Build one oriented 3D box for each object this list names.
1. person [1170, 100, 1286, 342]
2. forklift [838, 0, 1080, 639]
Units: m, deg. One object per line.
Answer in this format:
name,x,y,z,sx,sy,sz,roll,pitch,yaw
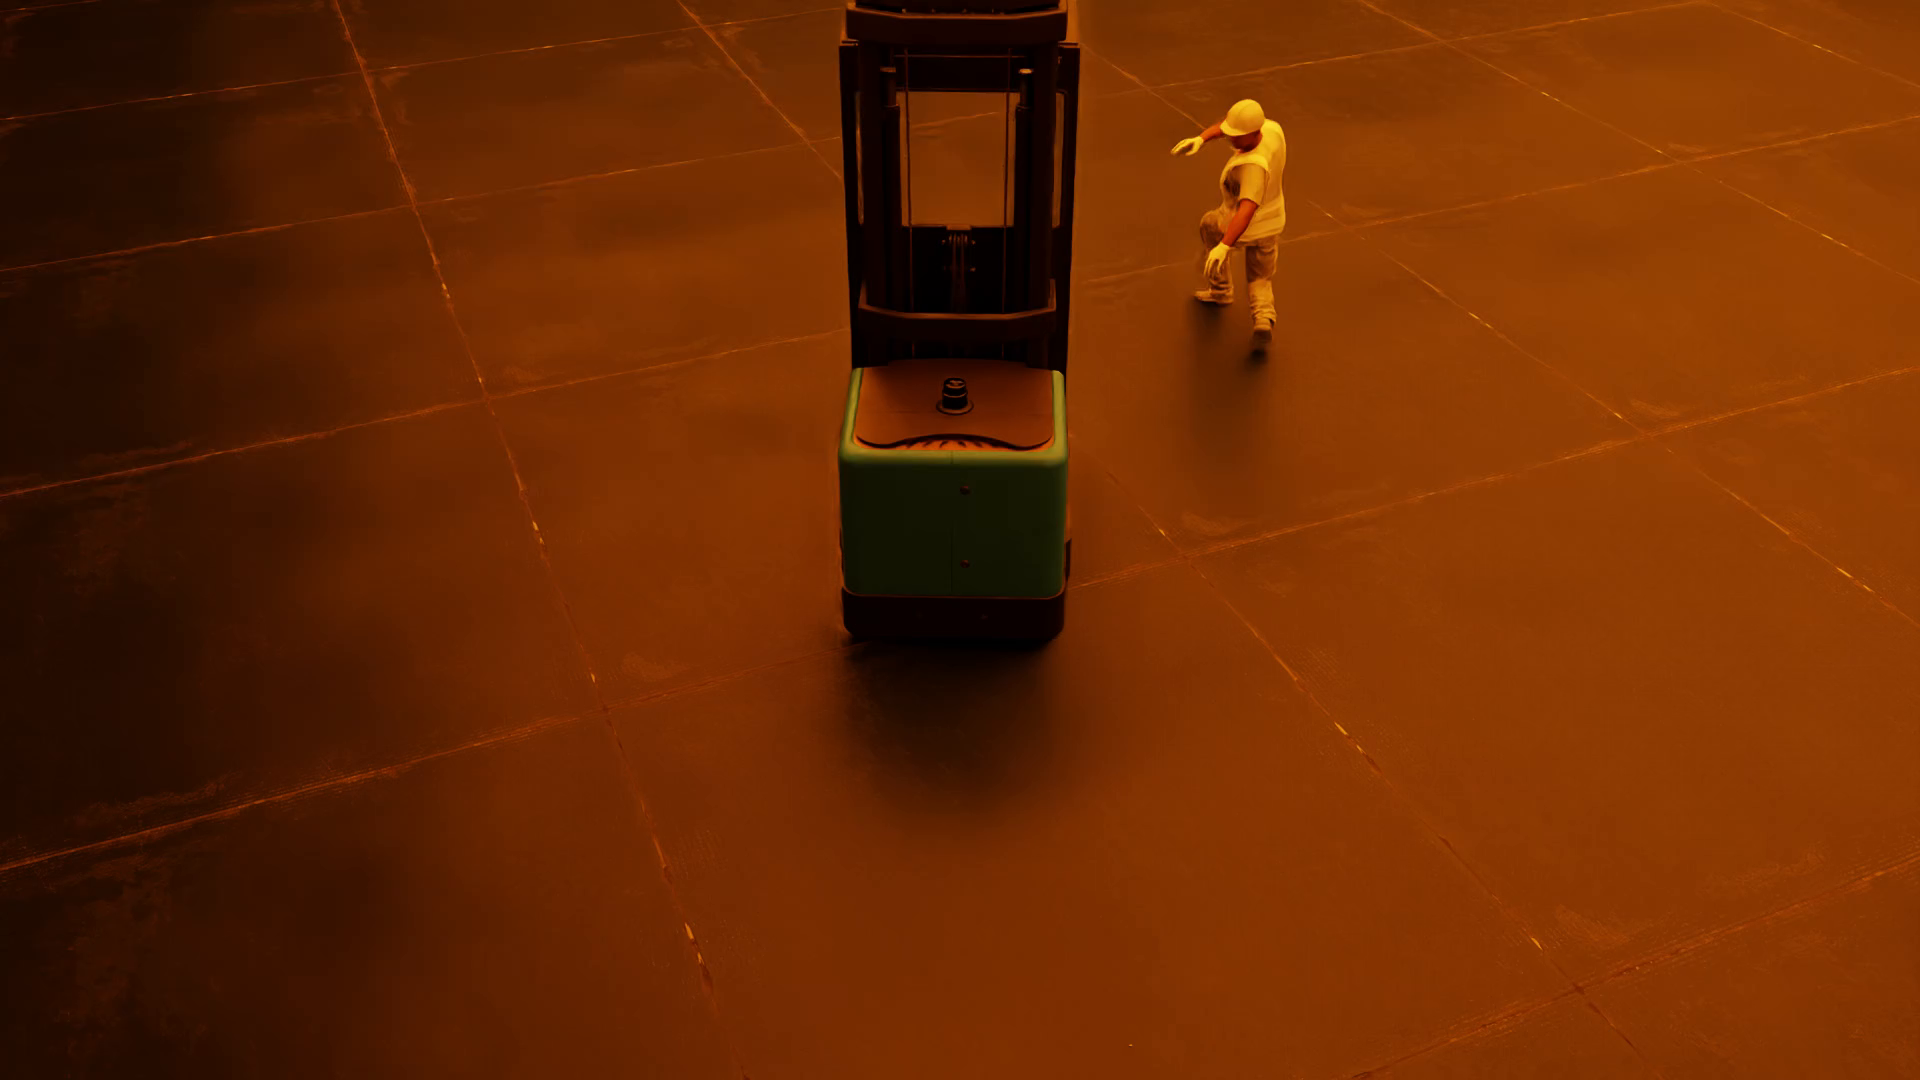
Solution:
person,1.639,-1.936,10.090,0.781,1.535,0.969,-16,38,-21
forklift,0.004,-1.551,8.279,1.130,2.935,3.031,1,35,1
